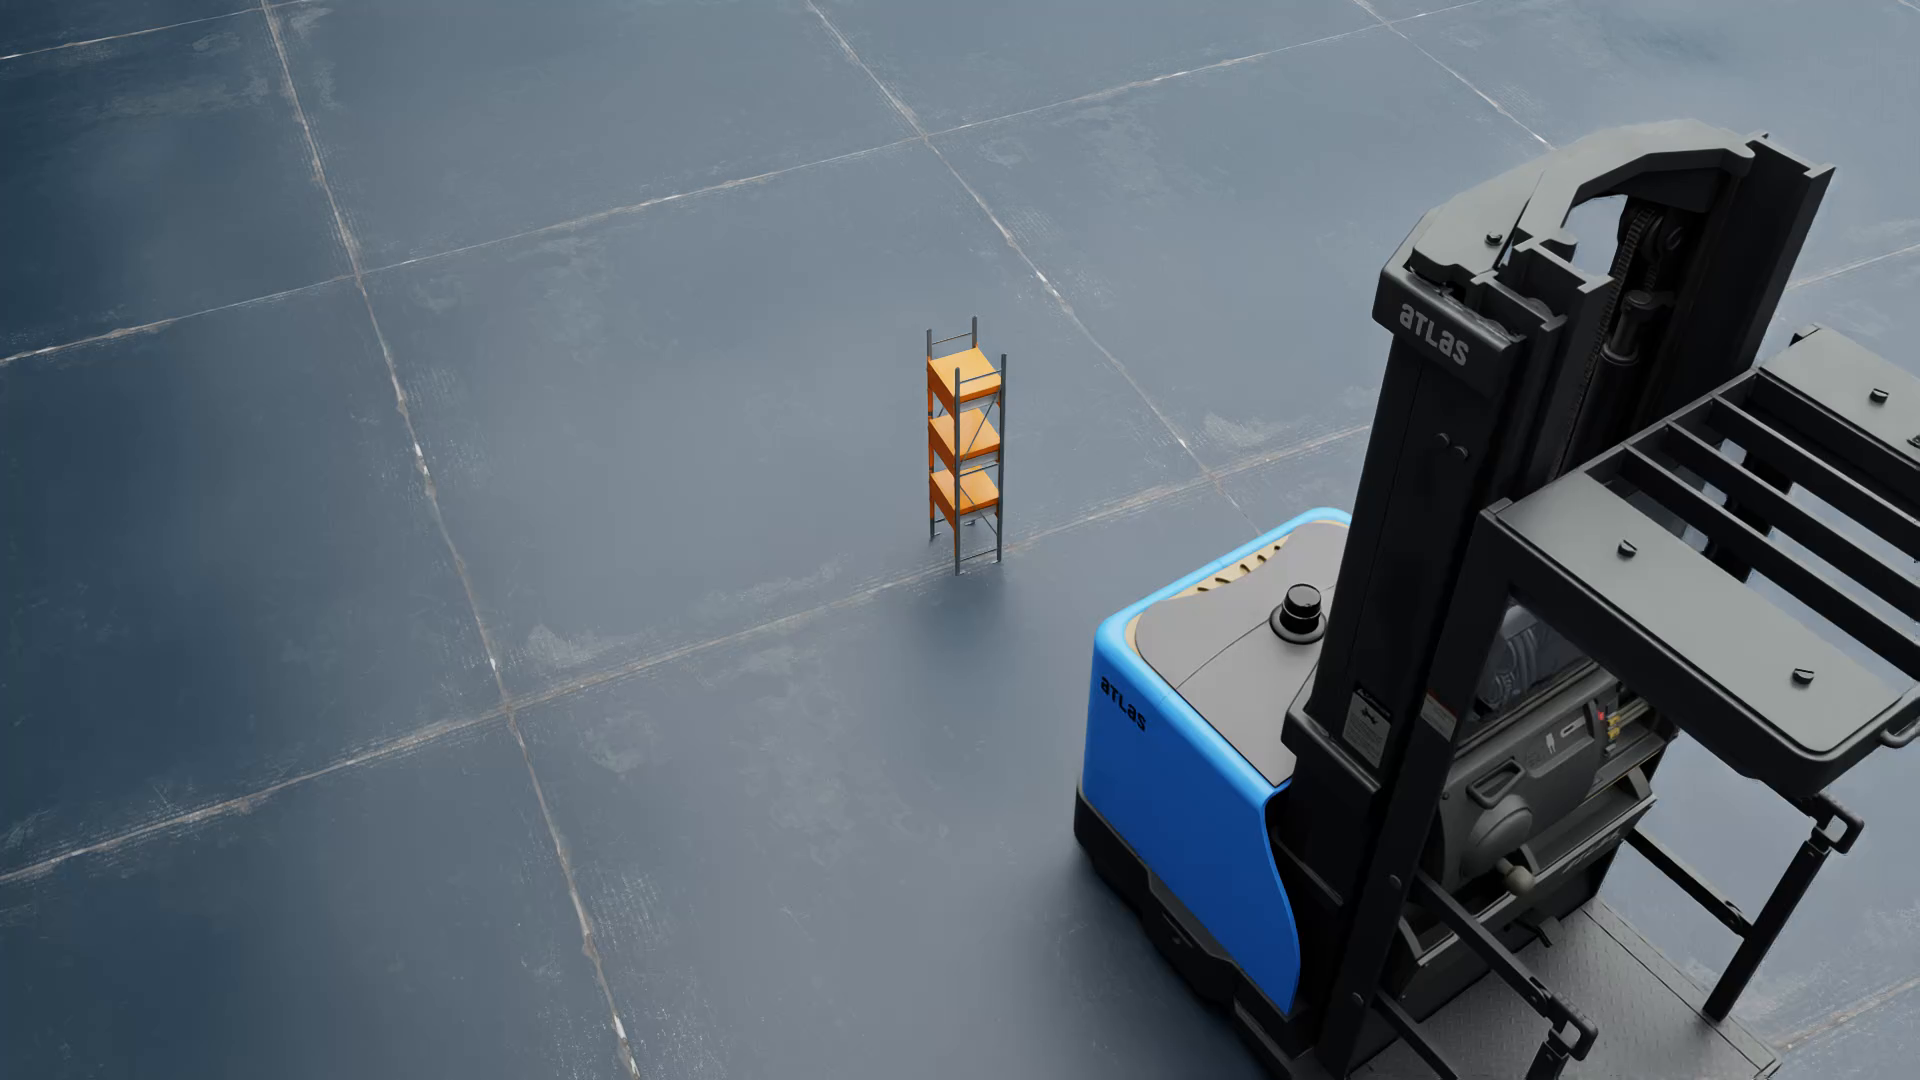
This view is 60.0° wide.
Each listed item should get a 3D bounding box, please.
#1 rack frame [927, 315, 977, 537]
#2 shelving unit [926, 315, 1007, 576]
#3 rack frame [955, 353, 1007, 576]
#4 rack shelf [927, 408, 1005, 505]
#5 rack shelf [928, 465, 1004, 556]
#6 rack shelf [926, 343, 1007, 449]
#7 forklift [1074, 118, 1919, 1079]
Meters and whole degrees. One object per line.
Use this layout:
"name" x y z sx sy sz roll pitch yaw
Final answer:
"rack frame" -0.029 -0.417 6.425 0.200 1.050 0.008 -18 47 -17
"shelving unit" 0.022 -0.340 6.347 0.215 1.050 0.252 -18 47 -17
"rack frame" 0.074 -0.262 6.268 0.200 1.050 0.008 -18 47 -17
"rack shelf" 0.022 -0.332 6.354 0.215 0.259 0.240 -18 47 -17
"rack shelf" 0.022 -0.134 6.549 0.215 0.259 0.240 -18 47 -17
"rack shelf" 0.022 -0.534 6.155 0.215 0.259 0.240 -18 47 -17
"forklift" 1.638 0.635 4.020 1.130 2.935 3.031 -26 50 -24
